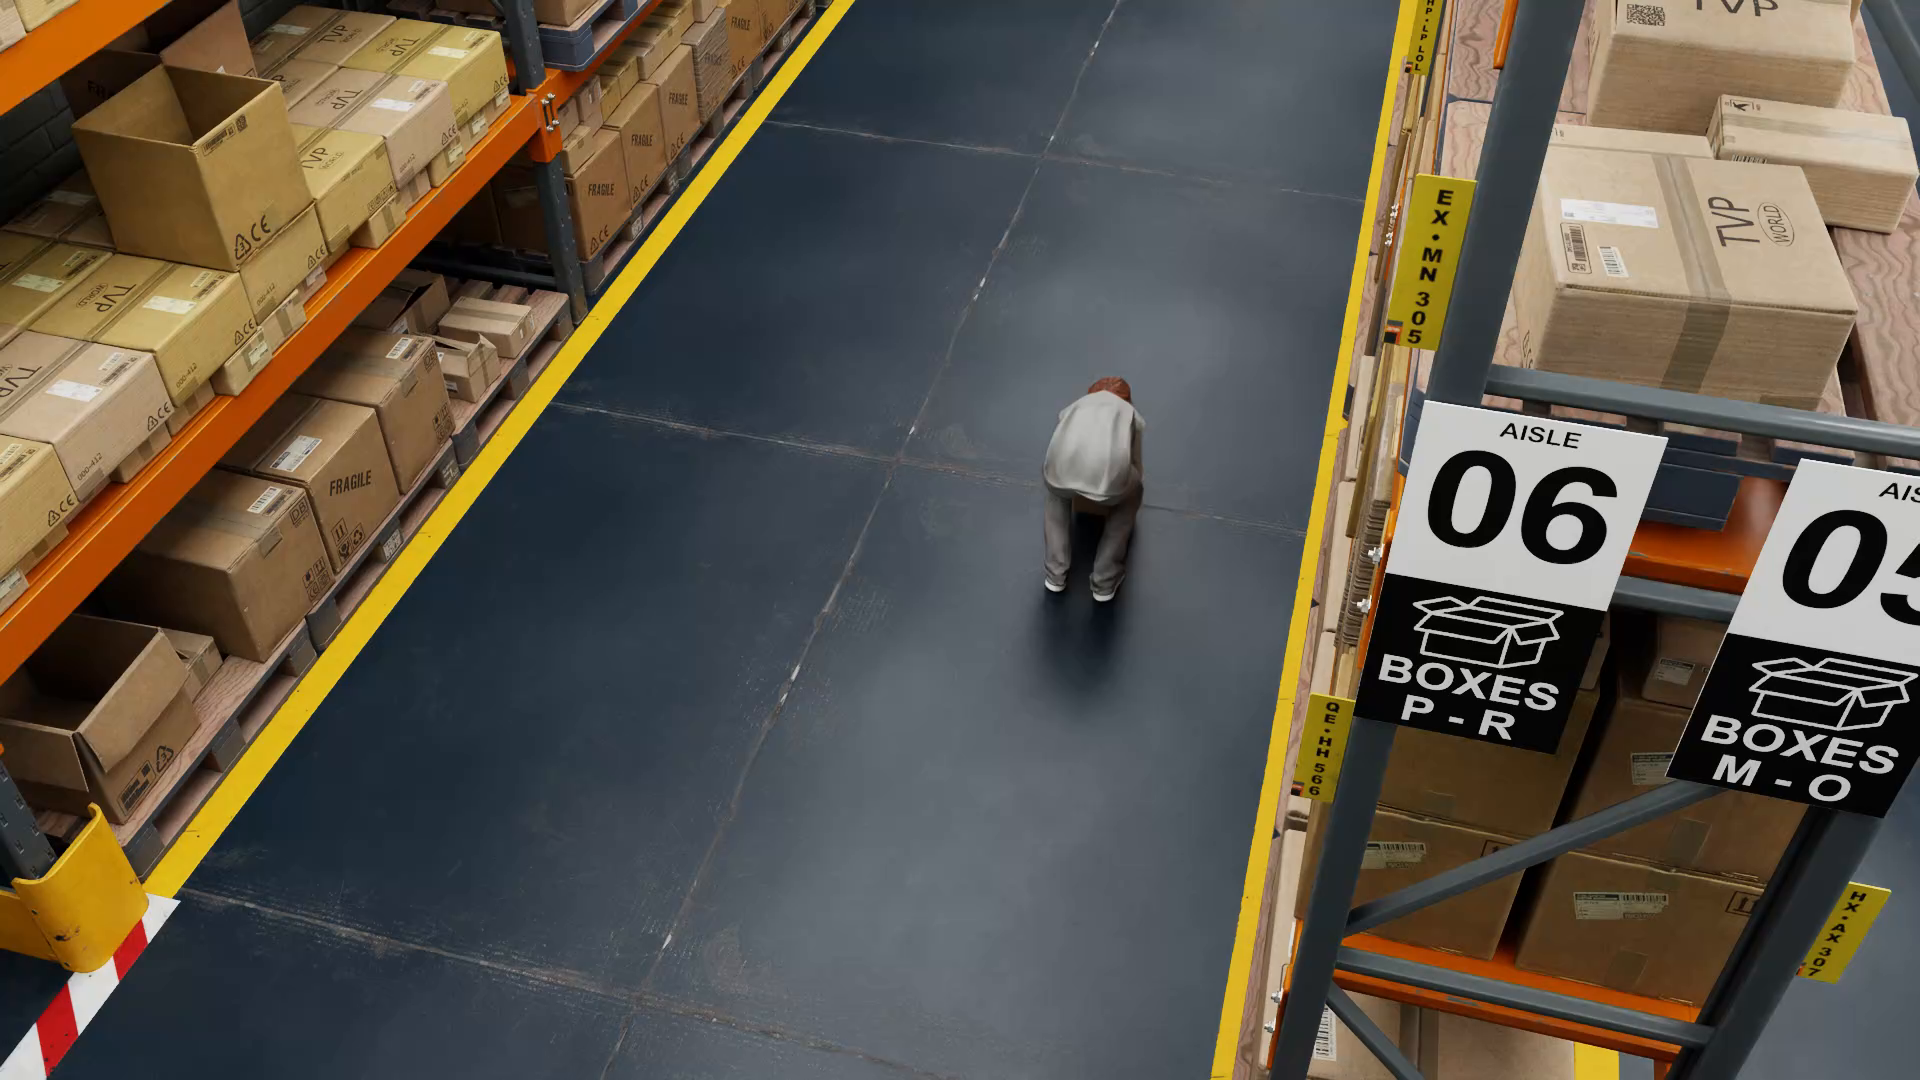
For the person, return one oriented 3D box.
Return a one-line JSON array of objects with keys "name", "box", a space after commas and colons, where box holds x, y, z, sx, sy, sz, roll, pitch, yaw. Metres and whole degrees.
[{"name": "person", "box": [0.568, -0.262, 6.987, 0.421, 0.898, 0.855, 9, 42, 10]}]
